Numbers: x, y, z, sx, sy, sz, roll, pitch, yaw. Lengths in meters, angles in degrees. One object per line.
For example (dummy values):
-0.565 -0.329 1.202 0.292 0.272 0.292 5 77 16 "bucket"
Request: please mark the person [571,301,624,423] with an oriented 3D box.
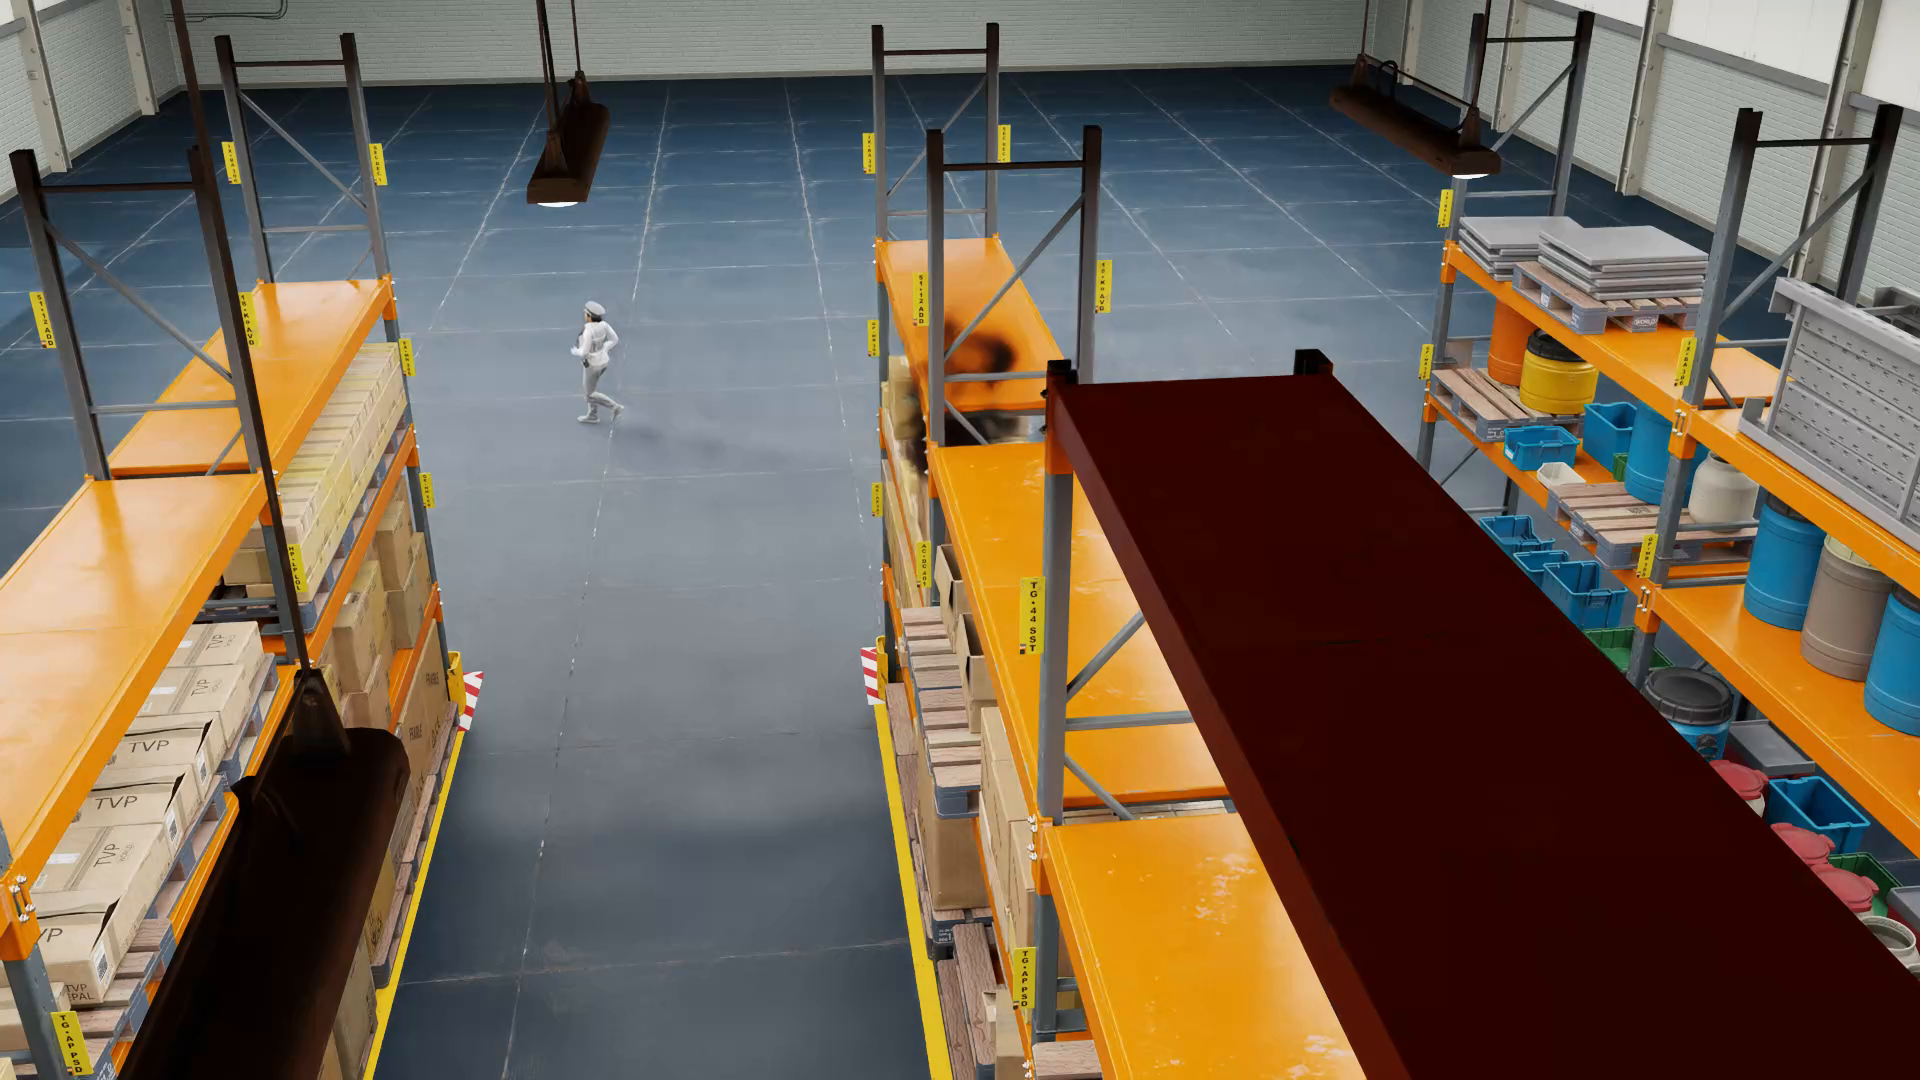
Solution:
-4.637 -2.255 21.304 0.767 1.660 0.625 10 27 20 "person"
